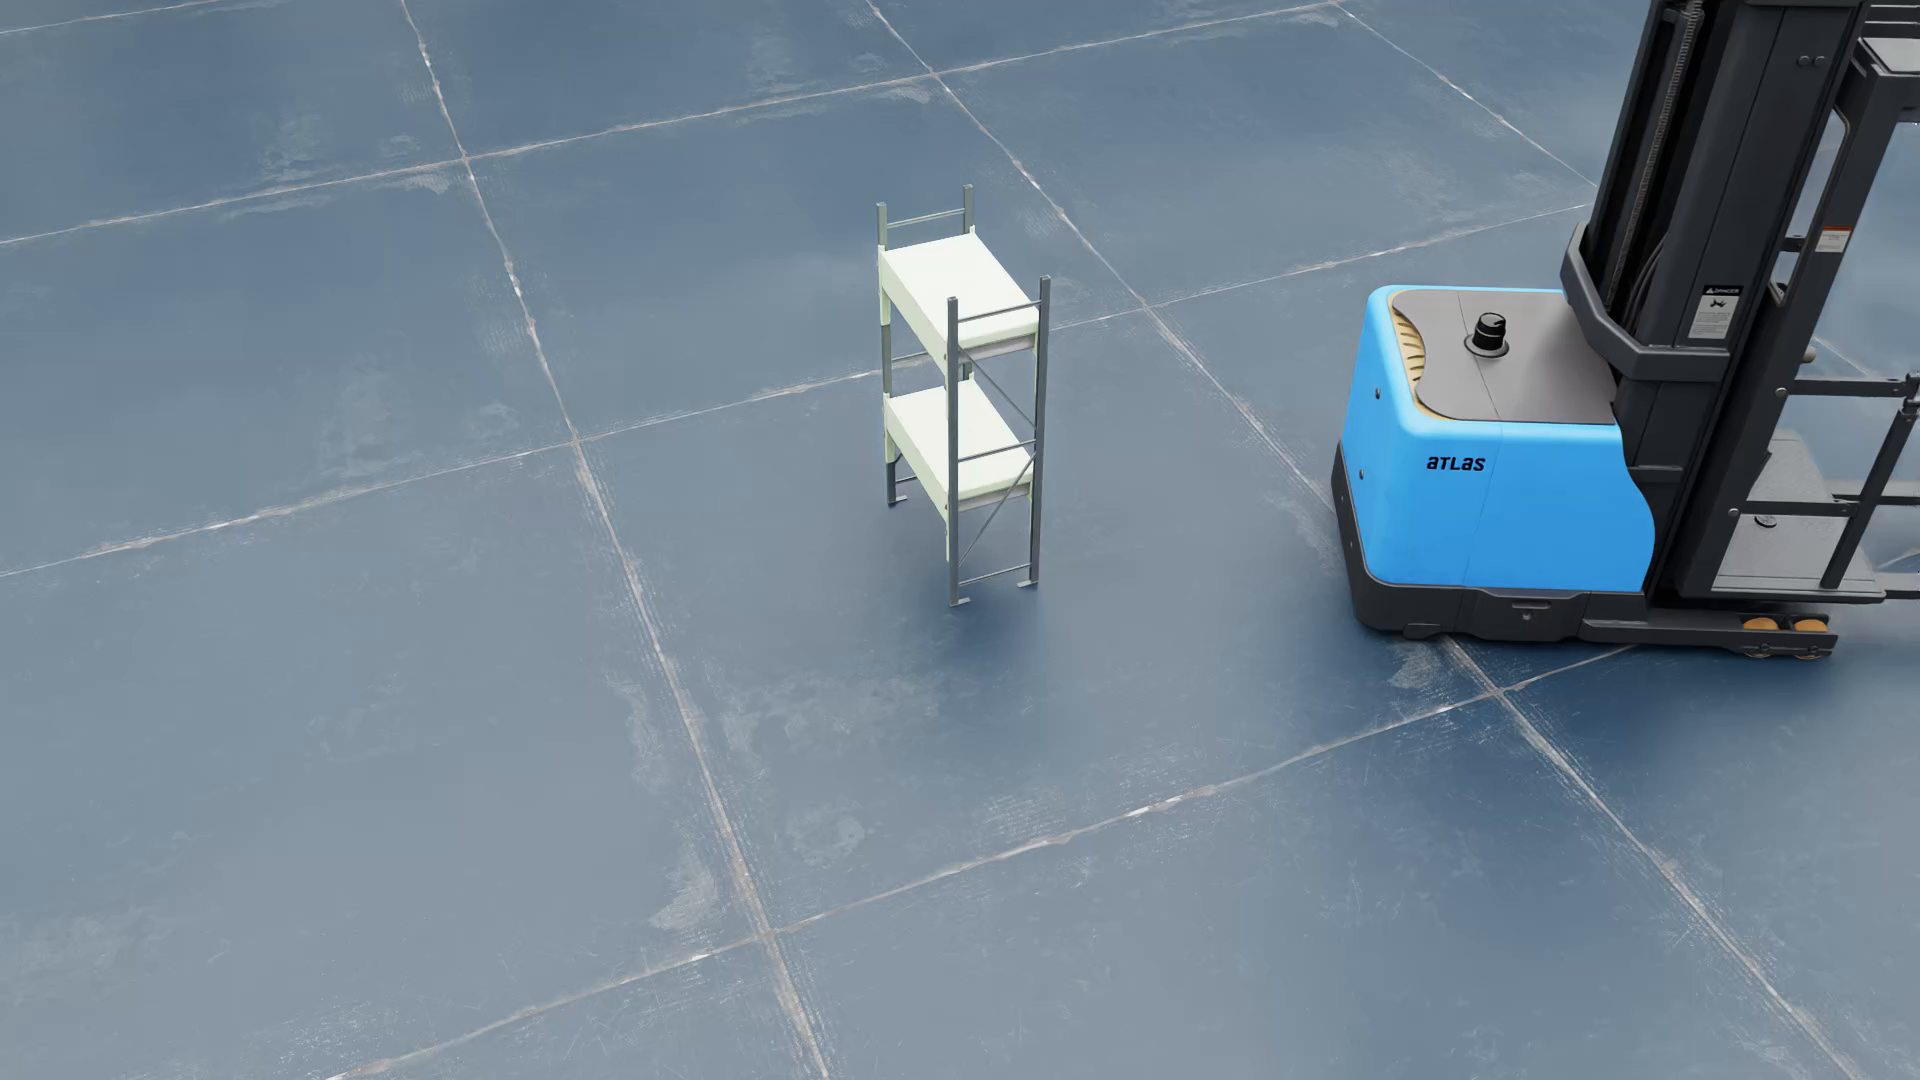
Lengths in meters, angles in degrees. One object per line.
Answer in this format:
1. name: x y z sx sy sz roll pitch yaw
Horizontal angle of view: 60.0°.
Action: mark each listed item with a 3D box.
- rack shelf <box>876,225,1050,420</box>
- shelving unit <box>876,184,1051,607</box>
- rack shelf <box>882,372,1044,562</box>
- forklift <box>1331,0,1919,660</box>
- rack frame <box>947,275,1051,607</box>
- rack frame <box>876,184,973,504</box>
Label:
1. rack shelf: 0.003 -0.861 6.502 0.431 0.370 0.720 -15 43 -17
2. shelving unit: 0.003 -0.565 6.756 0.431 1.500 0.755 -15 43 -17
3. rack shelf: 0.003 -0.317 6.969 0.431 0.370 0.720 -15 43 -17
4. forklift: 3.150 -0.989 6.152 3.031 2.935 1.130 2 41 2
5. rack frame: 0.143 -0.344 6.500 0.400 1.500 0.023 -15 43 -17
6. rack frame: -0.137 -0.785 7.013 0.400 1.500 0.023 -15 43 -17
